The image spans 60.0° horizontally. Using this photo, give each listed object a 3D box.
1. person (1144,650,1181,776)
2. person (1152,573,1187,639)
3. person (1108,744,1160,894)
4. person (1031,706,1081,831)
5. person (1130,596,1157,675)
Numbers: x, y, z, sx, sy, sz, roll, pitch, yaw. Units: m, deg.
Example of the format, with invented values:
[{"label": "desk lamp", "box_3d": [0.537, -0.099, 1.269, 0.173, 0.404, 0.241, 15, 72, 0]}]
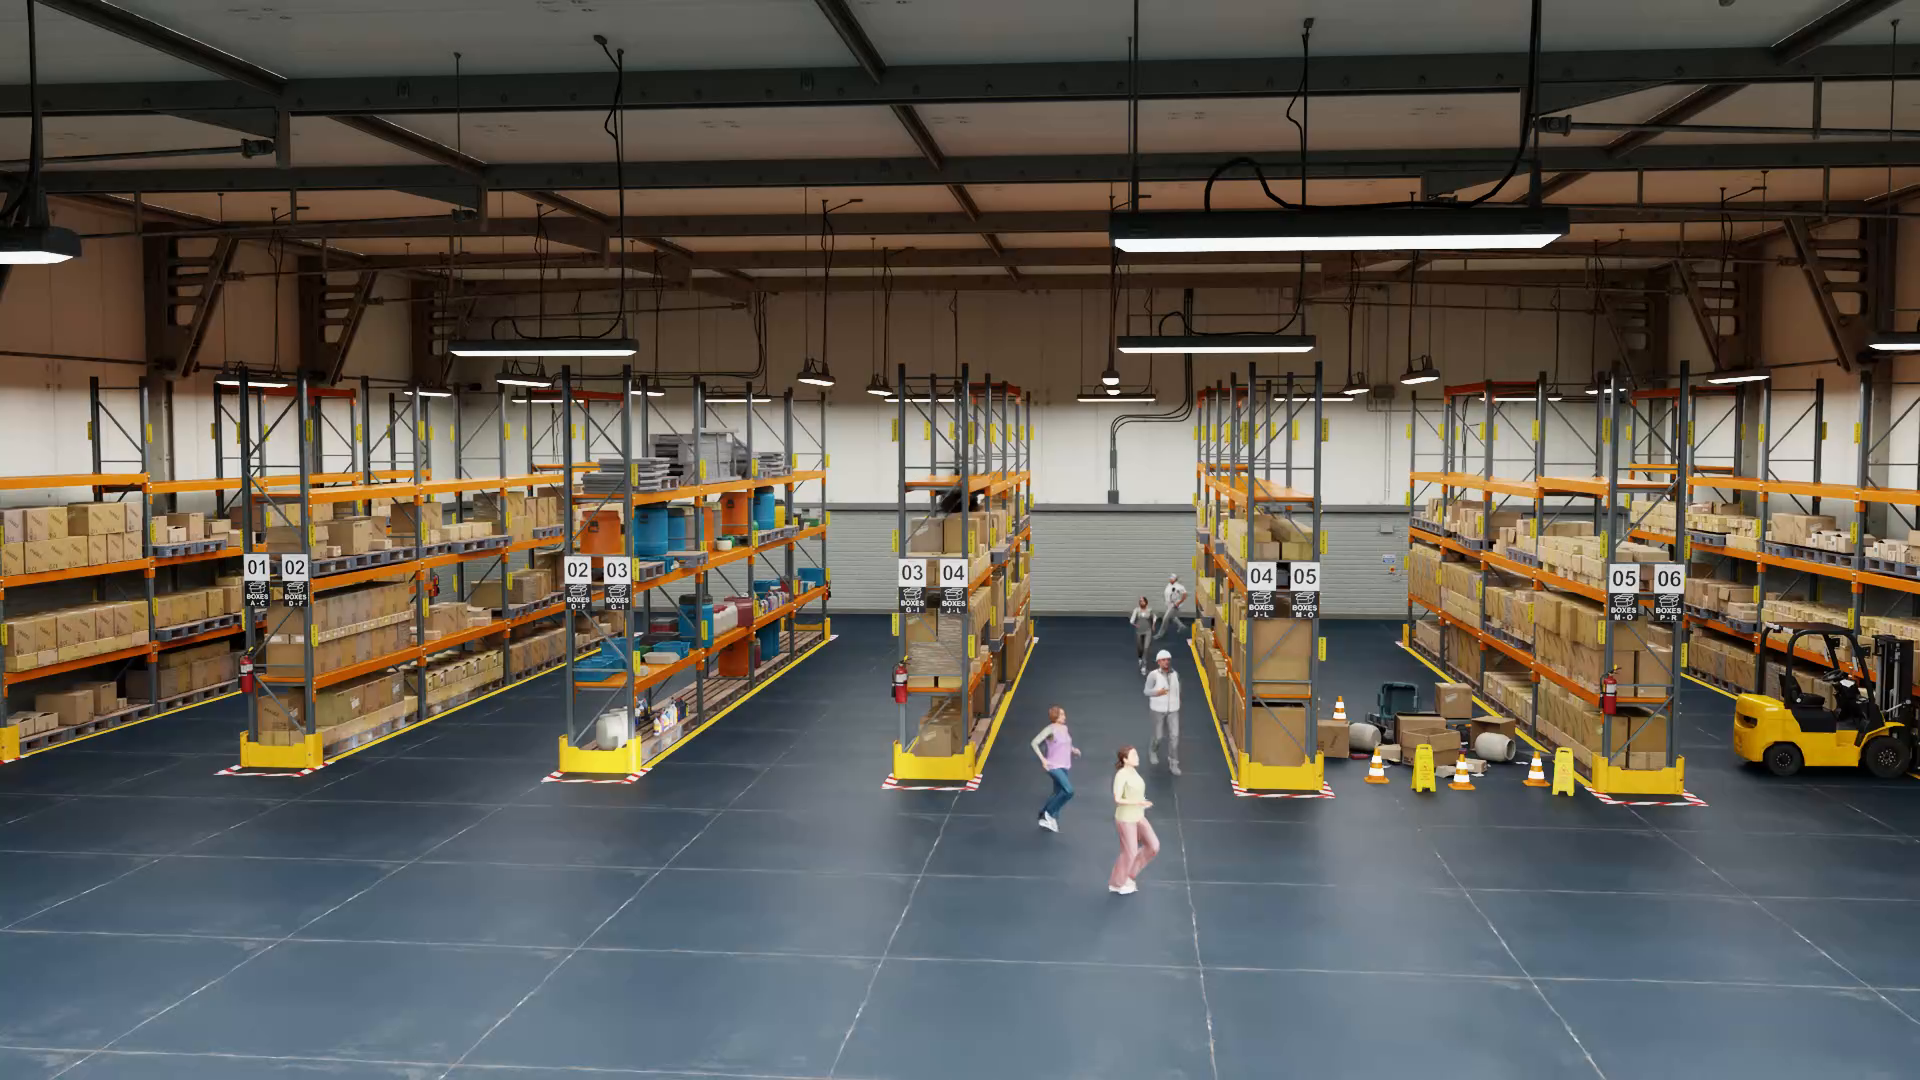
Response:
[{"label": "person", "box_3d": [3.022, 2.513, 24.520, 0.659, 1.776, 0.903, -1, 4, -12]}, {"label": "person", "box_3d": [5.213, 1.604, 40.502, 0.957, 1.610, 0.698, -2, 4, -25]}, {"label": "person", "box_3d": [1.877, 3.022, 17.958, 0.583, 1.622, 0.559, 3, 4, 34]}, {"label": "person", "box_3d": [1.235, 2.860, 20.815, 0.635, 1.563, 0.509, 3, 4, 35]}, {"label": "person", "box_3d": [3.841, 1.983, 34.838, 0.553, 1.576, 0.865, 0, 4, 7]}]
